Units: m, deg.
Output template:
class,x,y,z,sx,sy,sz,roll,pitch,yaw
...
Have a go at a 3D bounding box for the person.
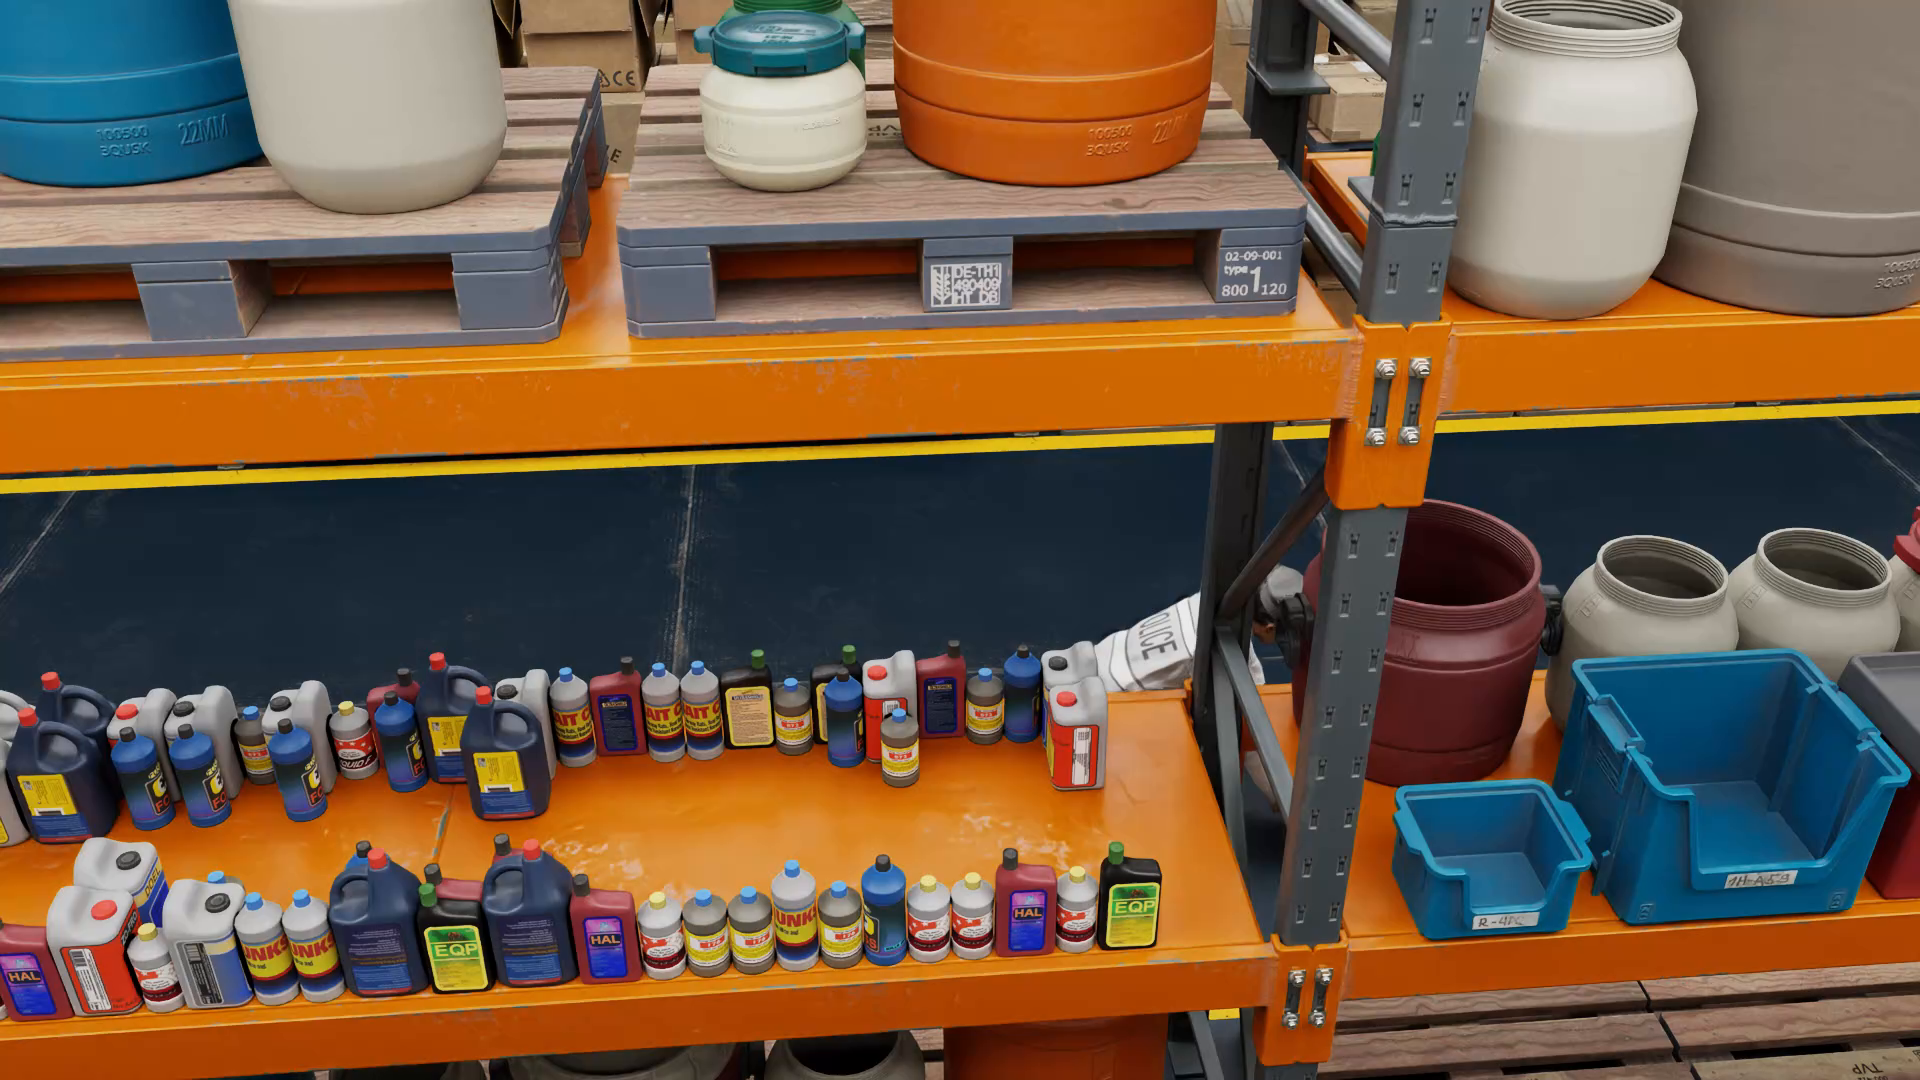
class,x,y,z,sx,sy,sz,roll,pitch,yaw
person,0.829,0.550,5.821,0.818,1.054,0.501,6,32,10
